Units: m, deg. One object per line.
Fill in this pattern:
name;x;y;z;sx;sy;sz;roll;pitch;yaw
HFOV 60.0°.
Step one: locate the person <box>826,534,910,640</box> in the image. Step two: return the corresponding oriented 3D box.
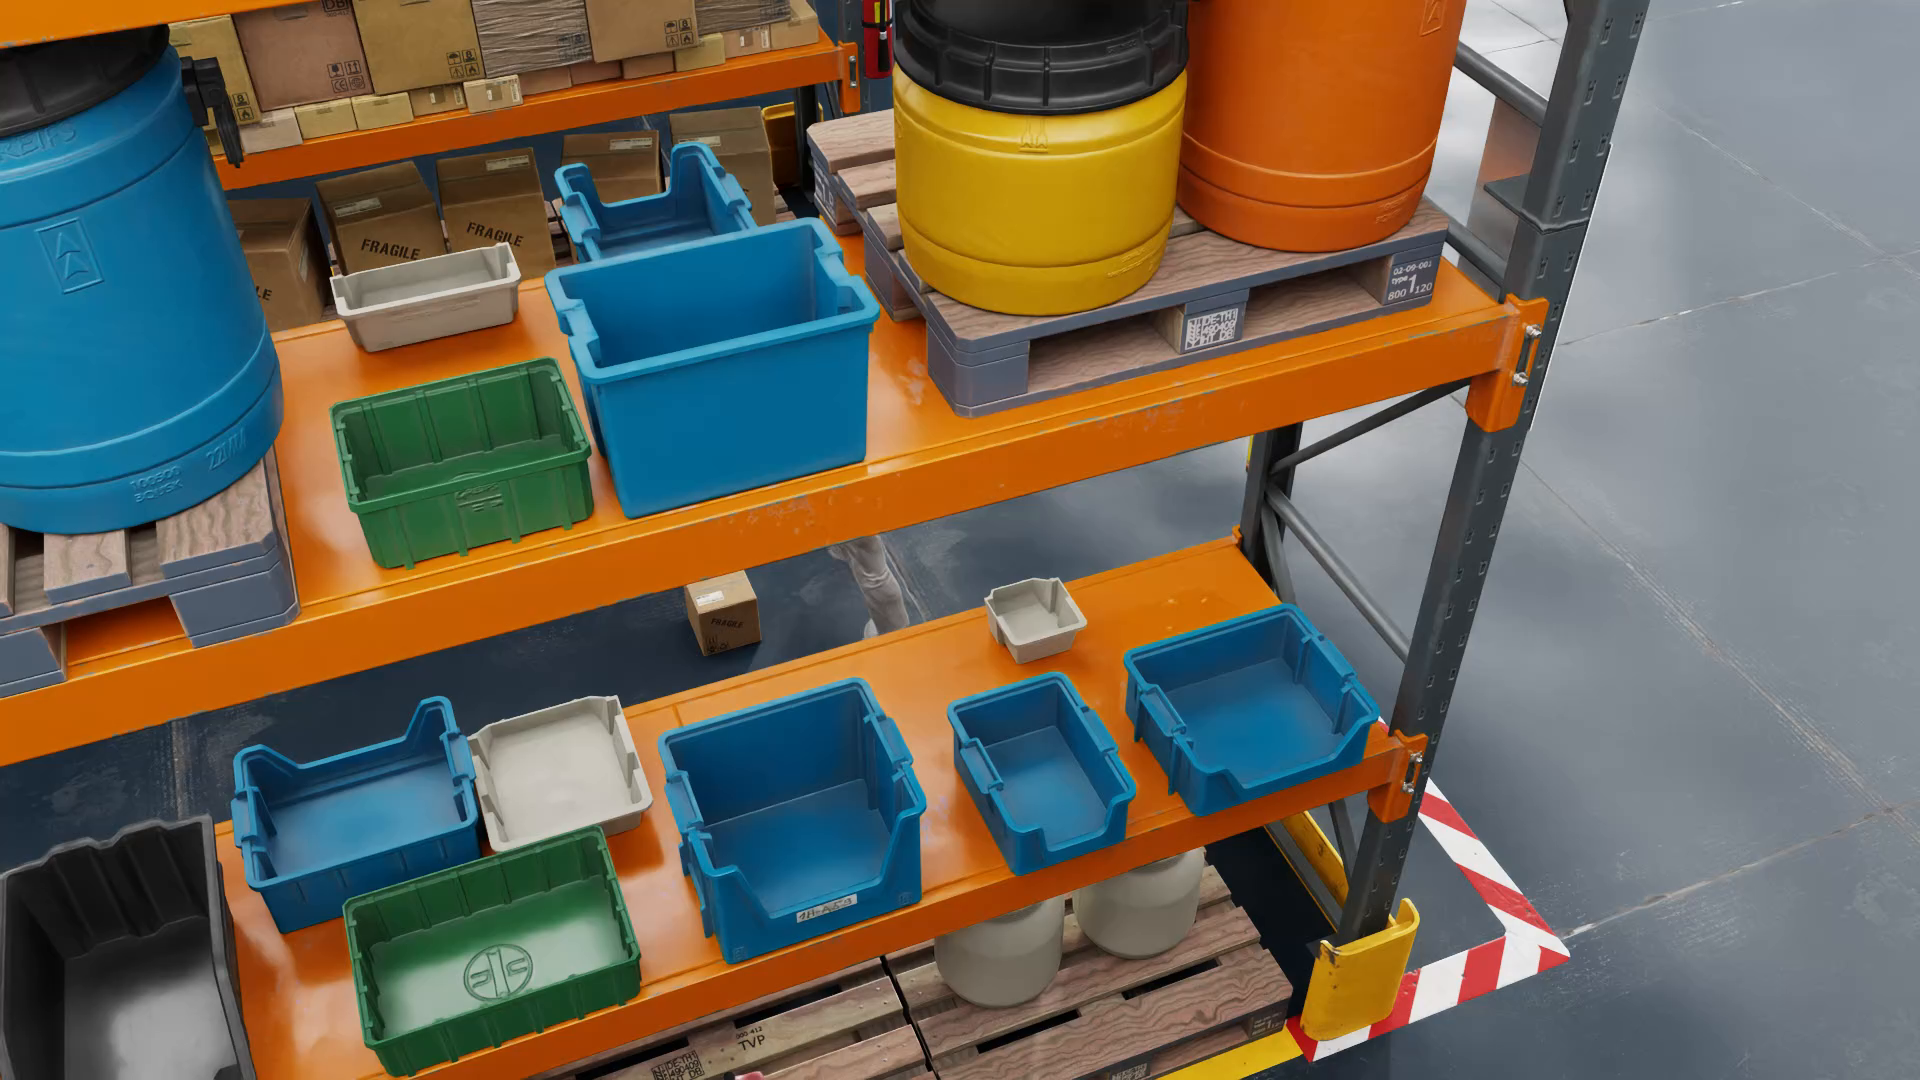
person;-0.479;-0.370;6.546;0.989;1.714;0.585;33;51;32
